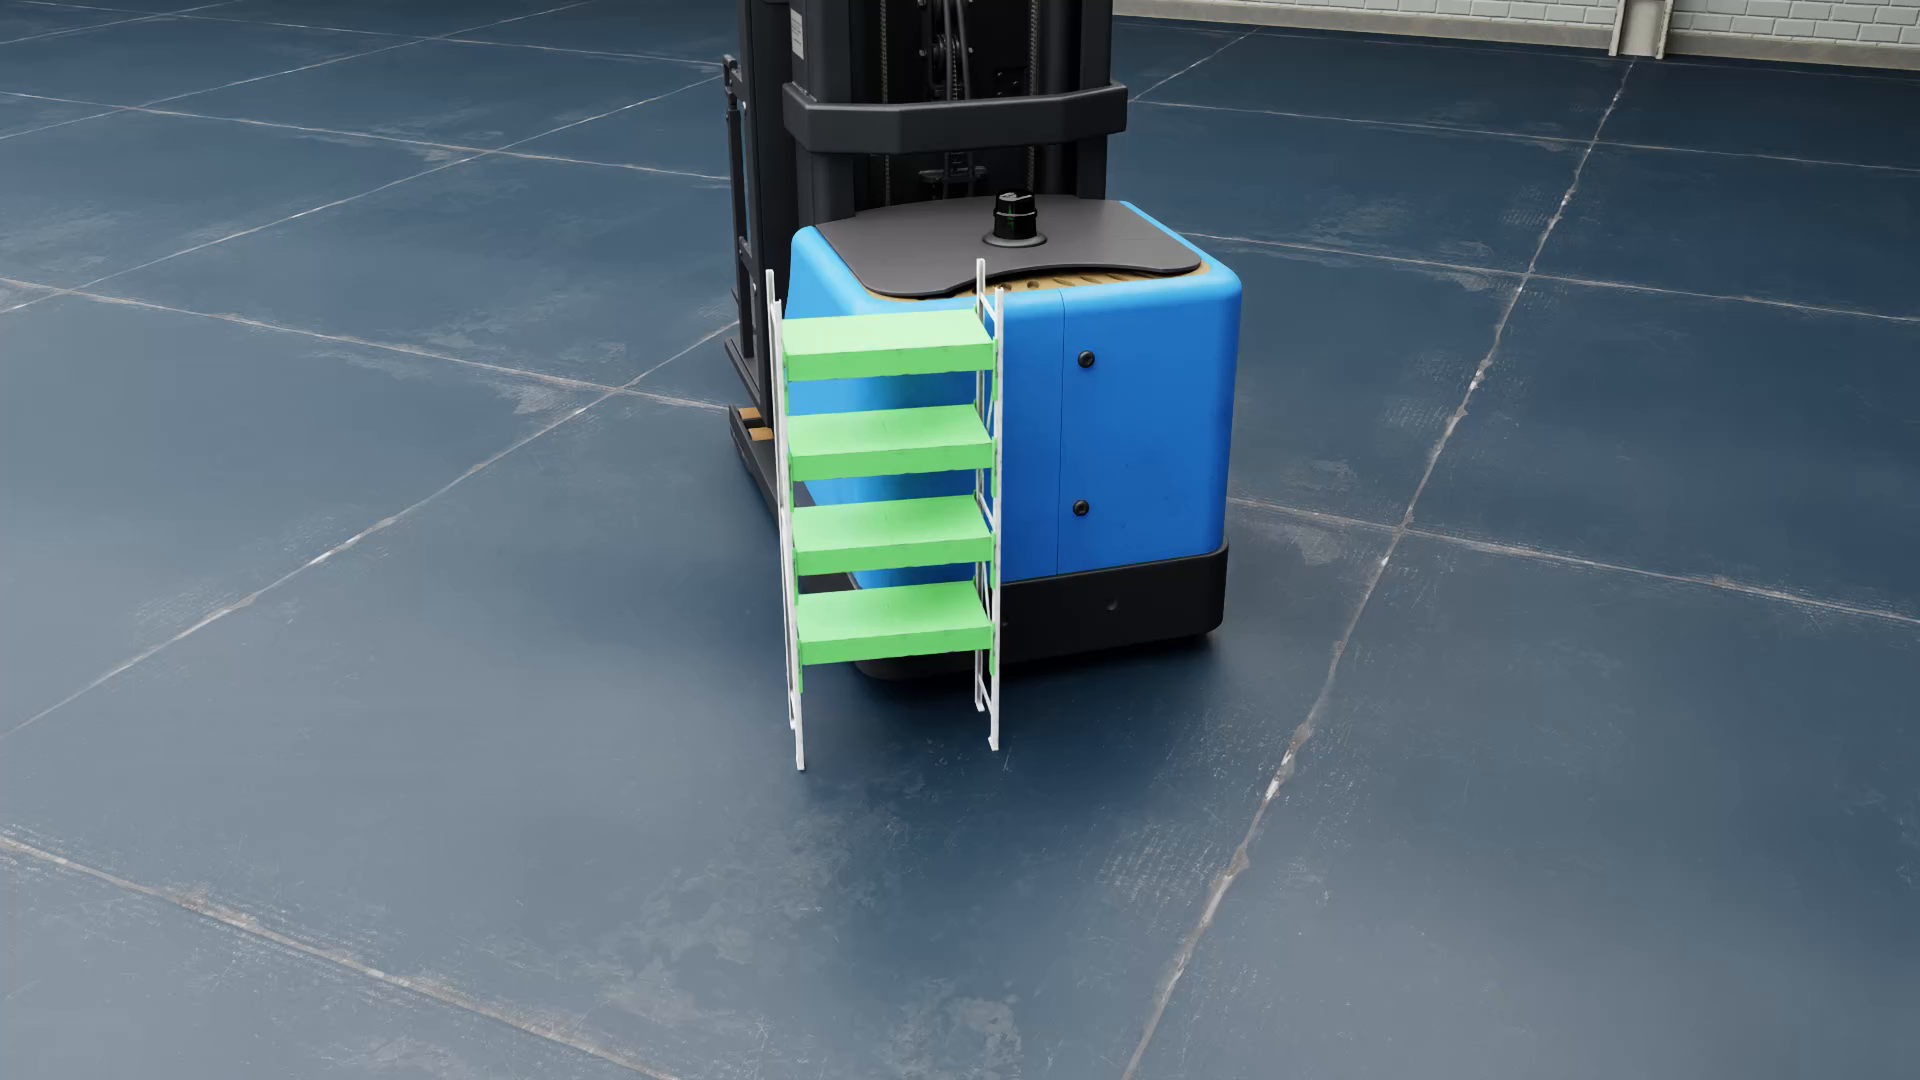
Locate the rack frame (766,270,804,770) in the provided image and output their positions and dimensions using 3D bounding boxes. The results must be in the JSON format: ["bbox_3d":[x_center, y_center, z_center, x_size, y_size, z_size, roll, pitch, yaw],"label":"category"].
[{"bbox_3d":[-0.413,-0.024,3.940,0.015,1.200,0.240,-5,27,-9],"label":"rack frame"}]

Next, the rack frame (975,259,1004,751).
[{"bbox_3d":[0.068,-0.062,4.017,0.015,1.200,0.240,-5,27,-9],"label":"rack frame"}]

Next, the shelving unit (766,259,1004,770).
[{"bbox_3d":[-0.172,-0.043,3.978,0.503,1.200,0.258,-5,27,-9],"label":"shelving unit"}]

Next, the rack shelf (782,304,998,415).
[{"bbox_3d":[-0.172,-0.416,3.795,0.480,0.148,0.258,-5,27,-9],"label":"rack shelf"}]

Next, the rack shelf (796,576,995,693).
[{"bbox_3d":[-0.172,0.230,4.113,0.480,0.148,0.258,-5,27,-9],"label":"rack shelf"}]

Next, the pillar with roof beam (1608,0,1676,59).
[{"bbox_3d":[3.485,-6.087,7.426,0.400,9.000,9.100,11,28,22],"label":"pillar with roof beam"}]

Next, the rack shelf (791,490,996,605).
[{"bbox_3d":[-0.172,0.015,4.007,0.480,0.148,0.258,-5,27,-9],"label":"rack shelf"}]

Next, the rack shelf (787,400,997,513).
[{"bbox_3d":[-0.172,-0.201,3.901,0.480,0.148,0.258,-5,27,-9],"label":"rack shelf"}]

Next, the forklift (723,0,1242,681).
[{"bbox_3d":[-0.180,-1.578,5.137,1.130,2.935,3.031,-8,27,-15],"label":"forklift"}]
